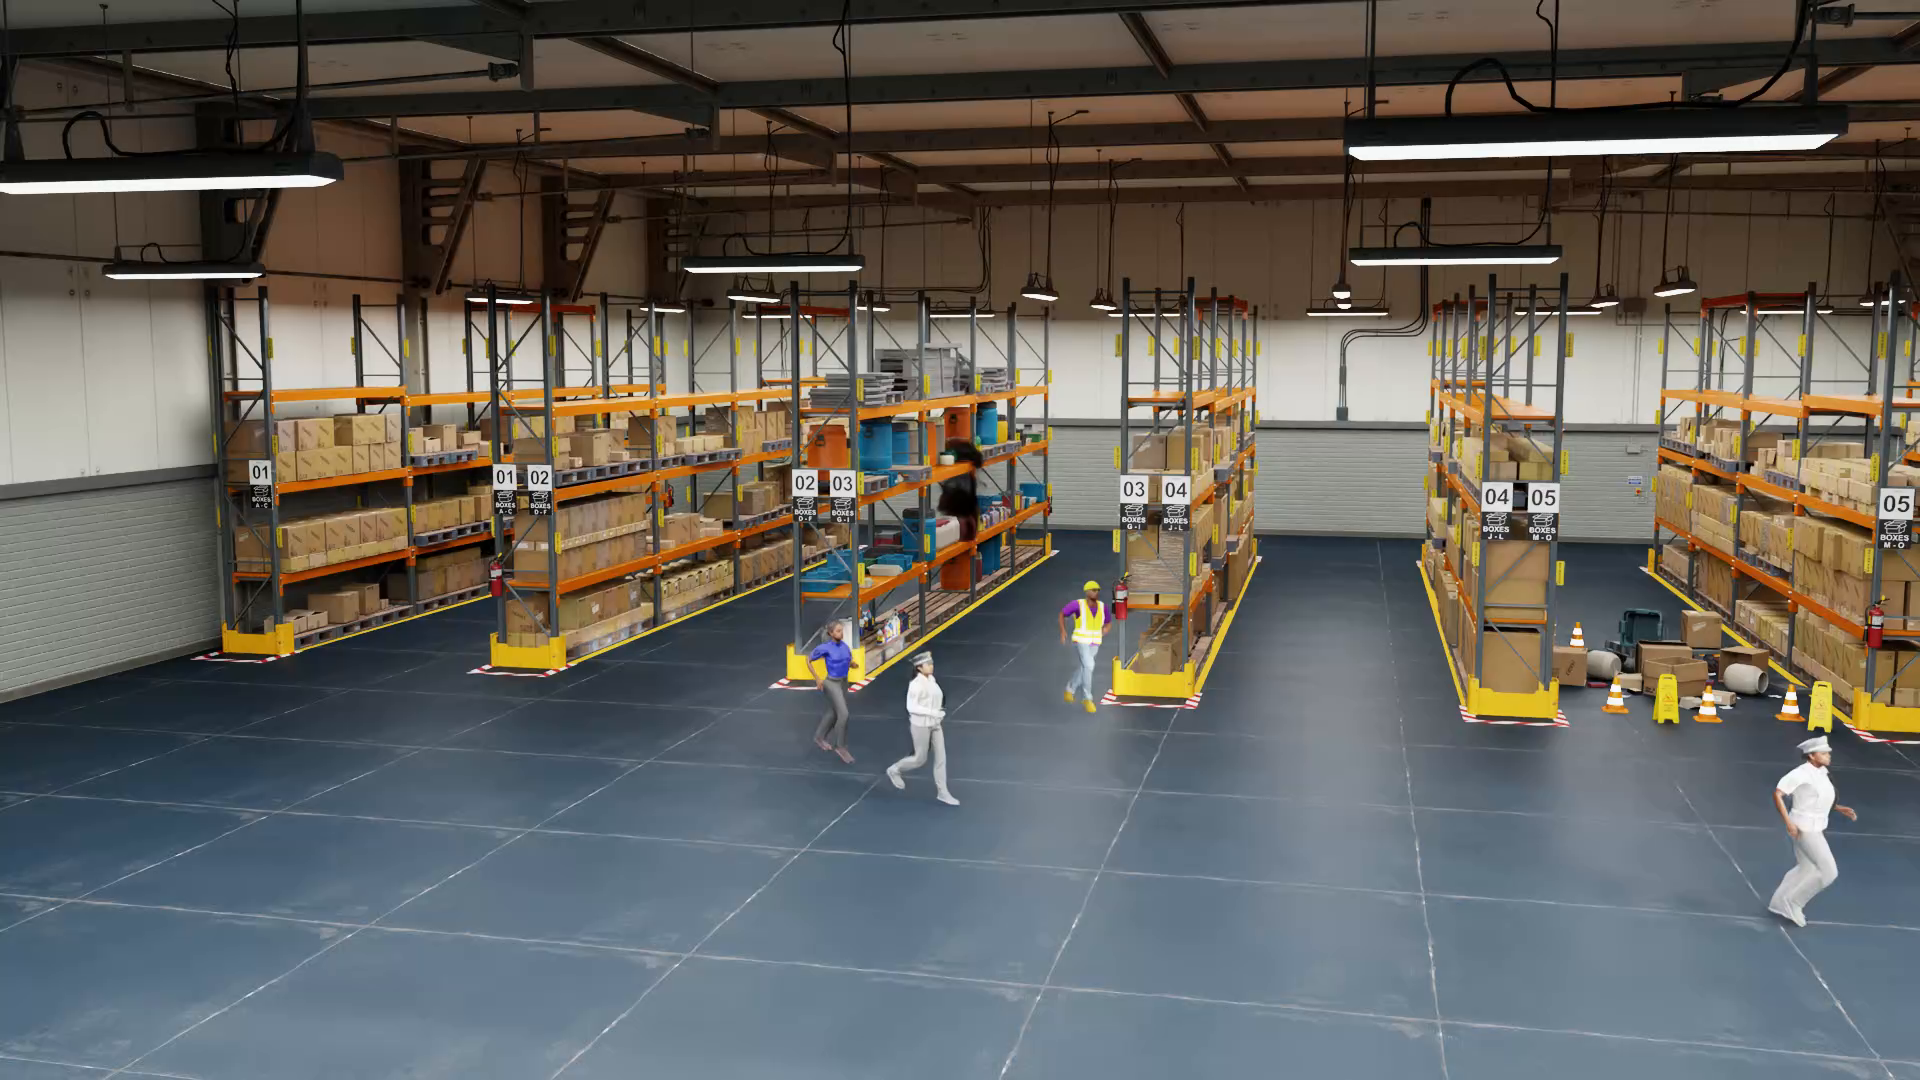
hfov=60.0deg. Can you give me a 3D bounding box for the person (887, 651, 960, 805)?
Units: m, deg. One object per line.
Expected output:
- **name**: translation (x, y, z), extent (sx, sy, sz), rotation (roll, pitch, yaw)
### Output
- **person**: translation (-0.397, 2.055, 18.381), extent (0.901, 1.693, 0.616), rotation (4, 8, 31)

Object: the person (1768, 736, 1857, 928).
- **person**: translation (7.413, 2.524, 14.458), extent (0.646, 1.683, 0.578), rotation (6, 9, 42)

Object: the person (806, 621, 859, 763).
- **person**: translation (-1.529, 1.848, 20.372), extent (0.752, 1.718, 0.547), rotation (4, 8, 34)

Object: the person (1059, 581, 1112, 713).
- **person**: translation (1.816, 1.457, 23.244), extent (0.719, 1.759, 0.861), rotation (-3, 7, -28)
